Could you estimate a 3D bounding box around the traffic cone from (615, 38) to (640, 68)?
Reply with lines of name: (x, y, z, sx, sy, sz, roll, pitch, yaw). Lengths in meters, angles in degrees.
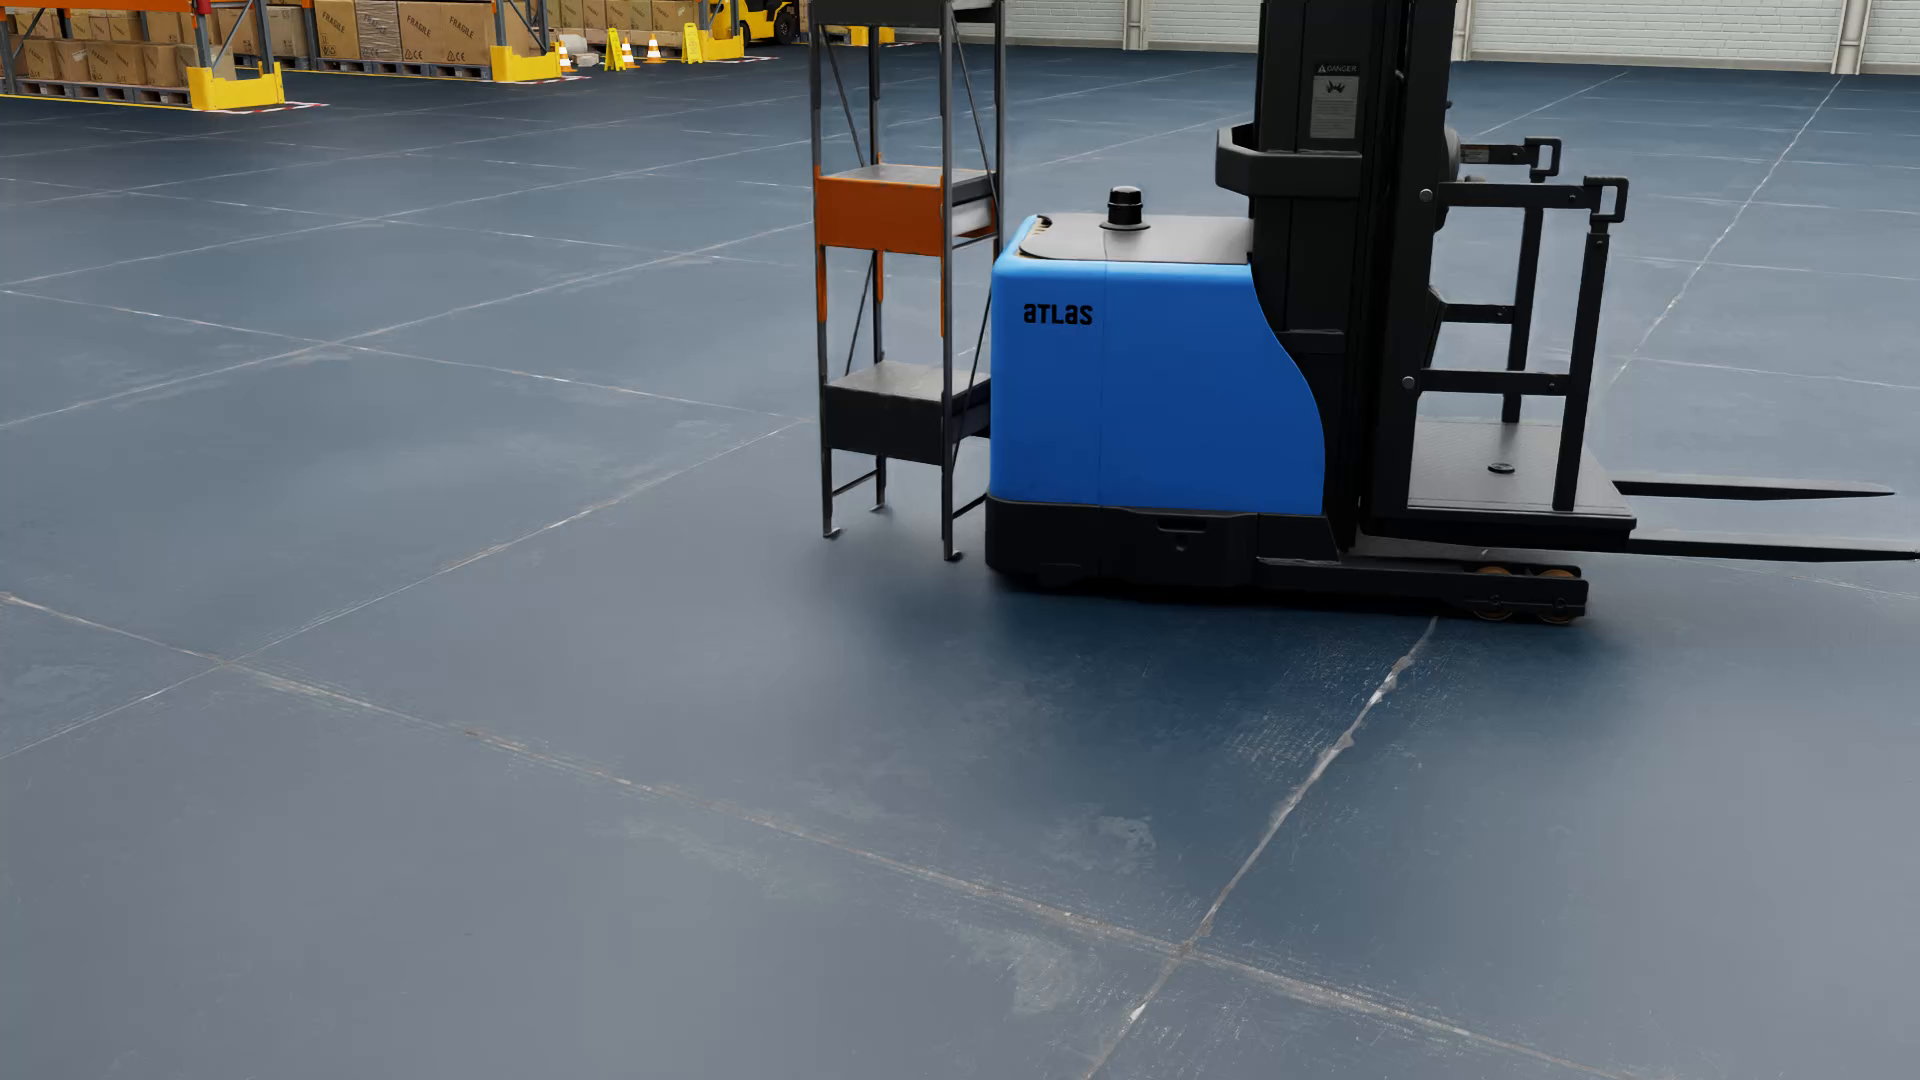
traffic cone: (-5.418, -7.921, 27.024, 0.334, 0.463, 0.336, 11, 23, 27)

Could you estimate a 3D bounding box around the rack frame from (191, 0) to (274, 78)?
rack frame: (-9.002, -6.863, 20.386, 0.127, 3.000, 1.000, 11, 23, 27)

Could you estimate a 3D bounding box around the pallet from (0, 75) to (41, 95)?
pallet: (-13.175, -6.346, 23.051, 1.213, 0.211, 1.003, 11, 23, 27)

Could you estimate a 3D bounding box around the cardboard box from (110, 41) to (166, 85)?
cardboard box: (-10.615, -6.193, 21.590, 0.500, 0.500, 0.500, 13, 24, 32)

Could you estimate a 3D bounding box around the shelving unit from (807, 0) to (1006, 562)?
shelving unit: (-0.168, -1.014, 5.582, 0.503, 2.100, 0.431, 10, 22, 27)

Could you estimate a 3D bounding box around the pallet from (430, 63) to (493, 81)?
pallet: (-7.231, -7.122, 25.189, 1.213, 0.211, 1.003, 11, 23, 27)

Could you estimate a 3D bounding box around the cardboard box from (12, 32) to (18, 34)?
cardboard box: (-17.365, -9.376, 30.879, 0.250, 0.149, 0.380, 12, 23, 29)

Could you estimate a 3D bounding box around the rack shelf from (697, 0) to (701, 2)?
rack shelf: (-5.915, -9.808, 29.559, 4.000, 0.370, 1.077, 11, 23, 27)

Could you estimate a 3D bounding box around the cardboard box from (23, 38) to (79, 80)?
cardboard box: (-12.164, -6.472, 22.359, 0.500, 0.500, 0.500, 10, 22, 26)

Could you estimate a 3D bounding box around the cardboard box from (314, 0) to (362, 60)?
cardboard box: (-9.472, -8.061, 26.189, 0.875, 0.875, 0.875, 11, 23, 28)

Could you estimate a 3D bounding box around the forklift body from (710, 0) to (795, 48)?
forklift body: (-4.297, -10.665, 32.112, 1.214, 2.155, 2.313, 11, 23, 27)

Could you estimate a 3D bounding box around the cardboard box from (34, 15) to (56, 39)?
cardboard box: (-15.993, -9.052, 29.469, 0.500, 0.500, 0.500, 12, 23, 30)

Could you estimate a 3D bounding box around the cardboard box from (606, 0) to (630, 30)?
cardboard box: (-5.890, -9.298, 29.416, 0.500, 0.500, 0.500, 10, 22, 26)

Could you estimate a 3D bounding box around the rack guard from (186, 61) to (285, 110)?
rack guard: (-9.068, -5.701, 20.847, 0.348, 0.500, 1.175, 11, 23, 27)

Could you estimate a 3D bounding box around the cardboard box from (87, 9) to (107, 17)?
cardboard box: (-14.650, -9.145, 28.626, 0.500, 0.250, 0.500, 11, 23, 28)

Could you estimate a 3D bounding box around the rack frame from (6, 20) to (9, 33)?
rack frame: (-16.971, -10.318, 29.912, 0.127, 3.000, 1.000, 11, 23, 27)

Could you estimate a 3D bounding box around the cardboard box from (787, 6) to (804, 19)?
cardboard box: (-3.223, -10.586, 33.332, 0.500, 0.250, 0.500, 10, 22, 26)

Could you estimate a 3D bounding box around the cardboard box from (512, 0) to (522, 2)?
cardboard box: (-9.642, -11.737, 36.873, 0.500, 0.500, 0.500, 10, 22, 26)

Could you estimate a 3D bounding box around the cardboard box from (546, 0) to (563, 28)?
cardboard box: (-7.278, -9.557, 30.131, 0.500, 0.500, 0.500, 12, 23, 30)

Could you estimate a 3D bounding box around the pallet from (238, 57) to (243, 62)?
pallet: (-12.828, -8.189, 28.131, 1.213, 0.211, 1.003, 11, 23, 27)

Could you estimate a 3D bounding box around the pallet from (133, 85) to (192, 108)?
pallet: (-9.760, -5.711, 21.298, 1.213, 0.211, 1.003, 11, 23, 27)

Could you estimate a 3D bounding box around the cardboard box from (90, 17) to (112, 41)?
cardboard box: (-14.633, -8.795, 28.761, 0.500, 0.500, 0.500, 12, 23, 29)

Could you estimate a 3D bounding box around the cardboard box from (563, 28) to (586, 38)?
cardboard box: (-6.806, -9.119, 30.023, 0.500, 0.250, 0.500, 12, 23, 30)

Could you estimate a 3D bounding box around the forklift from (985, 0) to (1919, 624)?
forklift: (1.644, -1.311, 5.181, 3.031, 2.935, 1.130, 3, 20, 8)

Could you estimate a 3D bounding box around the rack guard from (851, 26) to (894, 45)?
rack guard: (-1.731, -10.113, 33.010, 0.348, 0.500, 1.175, 11, 23, 27)

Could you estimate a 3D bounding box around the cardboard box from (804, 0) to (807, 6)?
cardboard box: (-2.754, -10.733, 33.006, 0.500, 0.250, 0.500, 11, 23, 28)

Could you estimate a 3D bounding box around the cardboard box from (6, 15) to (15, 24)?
cardboard box: (-17.409, -9.437, 30.175, 0.250, 0.149, 0.380, 12, 23, 29)

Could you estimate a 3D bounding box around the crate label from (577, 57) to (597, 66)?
crate label: (-6.135, -7.880, 27.389, 0.298, 0.136, 0.250, 0, 20, -1)

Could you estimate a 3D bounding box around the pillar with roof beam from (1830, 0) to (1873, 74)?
pillar with roof beam: (11.695, -10.221, 20.845, 0.400, 9.000, 9.100, 11, 23, 27)

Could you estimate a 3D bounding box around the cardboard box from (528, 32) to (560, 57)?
cardboard box: (-6.937, -8.178, 27.673, 0.637, 0.503, 0.797, -4, 20, -10)

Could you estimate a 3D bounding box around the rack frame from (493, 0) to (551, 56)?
rack frame: (-6.495, -8.323, 24.411, 0.127, 3.000, 1.000, 11, 23, 27)

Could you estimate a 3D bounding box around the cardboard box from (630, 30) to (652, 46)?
cardboard box: (-5.454, -8.861, 29.310, 0.500, 0.250, 0.500, 11, 23, 27)

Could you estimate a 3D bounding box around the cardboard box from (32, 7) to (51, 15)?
cardboard box: (-15.989, -9.404, 29.341, 0.500, 0.250, 0.500, 11, 23, 29)

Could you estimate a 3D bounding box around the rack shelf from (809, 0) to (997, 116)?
rack shelf: (-0.168, -1.660, 5.348, 0.480, 0.518, 0.431, 10, 22, 27)

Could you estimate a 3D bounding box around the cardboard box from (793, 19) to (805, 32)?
cardboard box: (-3.178, -10.352, 33.421, 0.500, 0.250, 0.500, 11, 23, 28)

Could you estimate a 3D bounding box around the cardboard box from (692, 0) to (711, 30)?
cardboard box: (-4.759, -9.291, 29.396, 0.500, 0.500, 0.500, 10, 22, 26)

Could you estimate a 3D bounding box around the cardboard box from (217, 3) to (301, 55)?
cardboard box: (-11.413, -8.366, 27.213, 0.750, 0.750, 1.050, 11, 23, 27)

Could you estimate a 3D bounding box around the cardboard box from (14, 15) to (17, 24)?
cardboard box: (-17.171, -9.574, 30.553, 0.250, 0.149, 0.380, 12, 23, 29)

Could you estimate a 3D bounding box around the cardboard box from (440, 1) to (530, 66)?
cardboard box: (-7.119, -7.615, 24.958, 0.875, 0.875, 0.875, 11, 23, 28)
